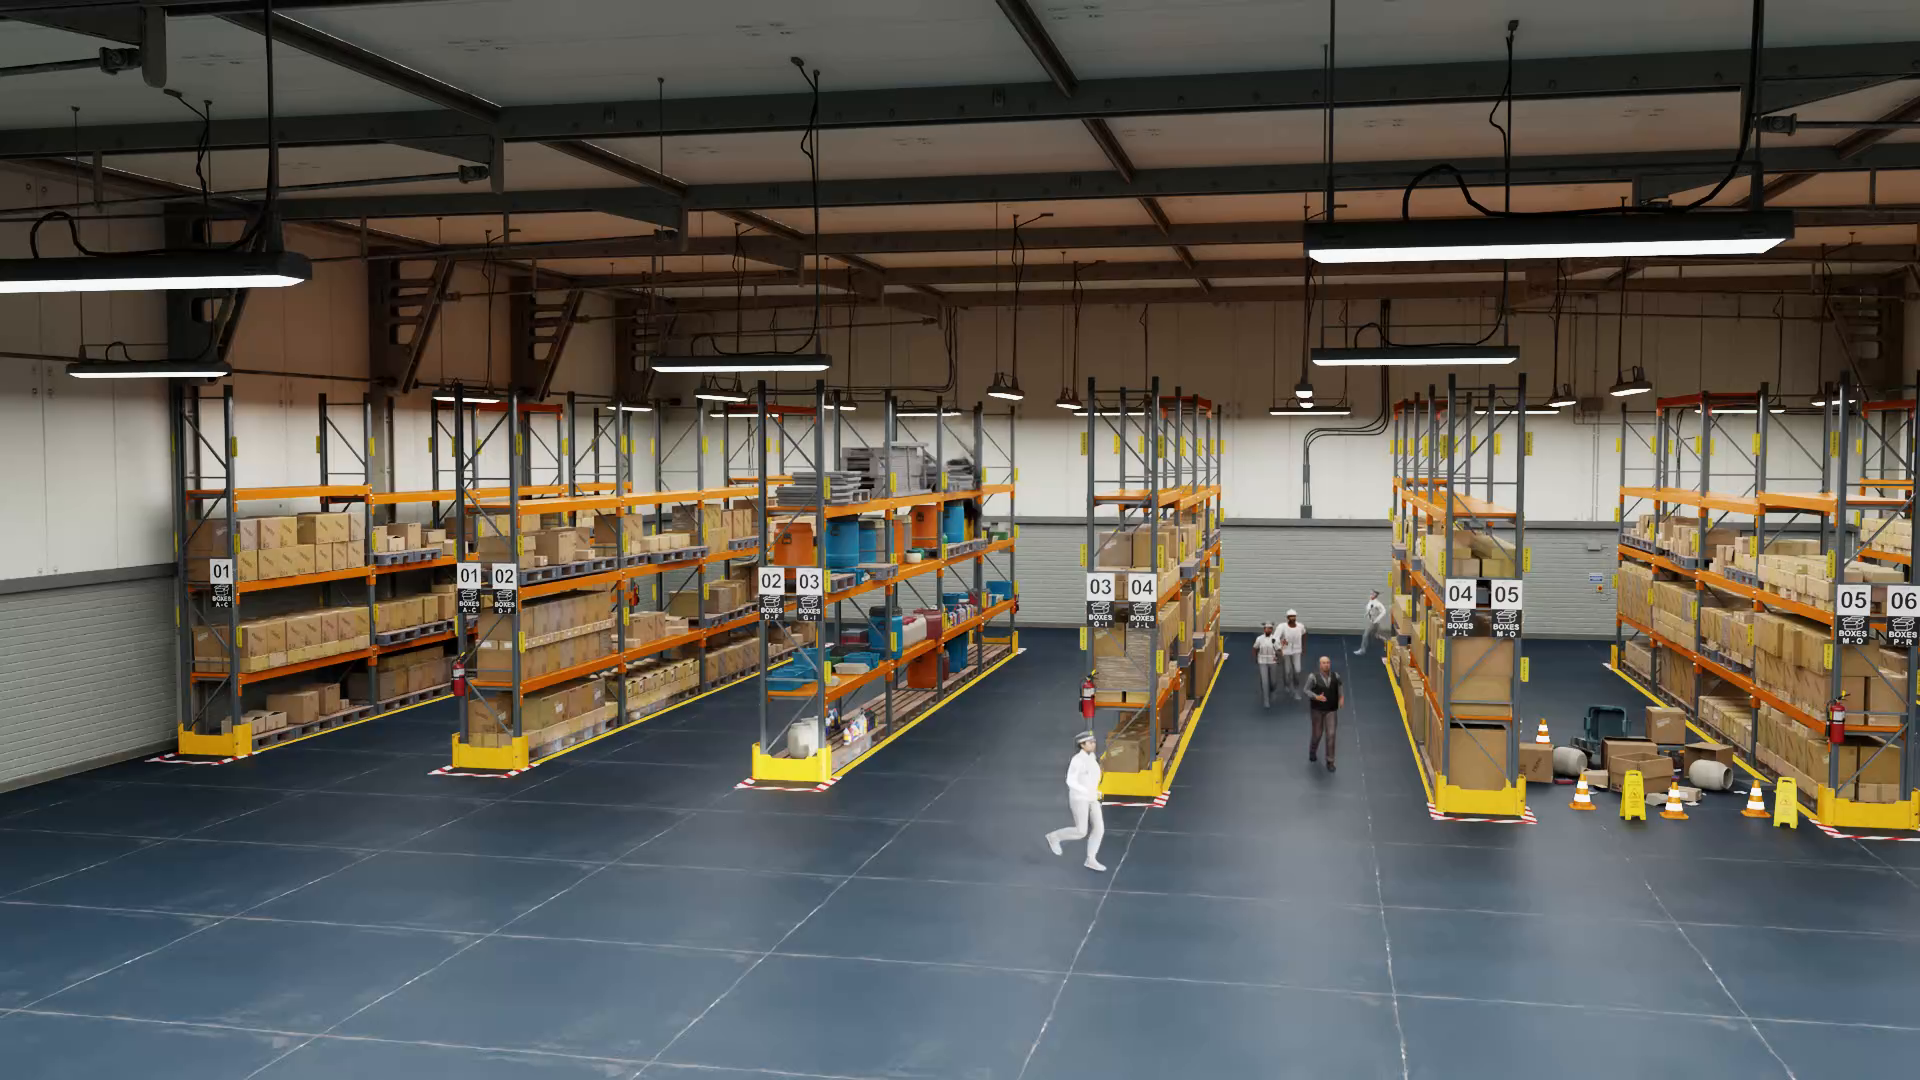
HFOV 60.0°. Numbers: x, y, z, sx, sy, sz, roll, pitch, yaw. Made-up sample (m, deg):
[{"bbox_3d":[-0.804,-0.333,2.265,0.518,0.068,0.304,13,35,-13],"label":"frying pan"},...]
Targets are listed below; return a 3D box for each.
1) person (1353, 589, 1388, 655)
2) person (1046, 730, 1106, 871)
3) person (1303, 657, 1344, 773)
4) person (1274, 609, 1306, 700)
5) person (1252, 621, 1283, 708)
[{"bbox_3d":[9.955,1.966,39.800,0.918,1.614,0.671,0,3,-2],"label":"person"},{"bbox_3d":[1.421,3.069,19.790,0.758,1.663,0.607,2,4,36],"label":"person"},{"bbox_3d":[5.679,2.684,25.947,0.675,1.750,0.854,0,3,-2],"label":"person"},{"bbox_3d":[6.574,2.285,33.083,0.680,1.824,0.759,0,3,3],"label":"person"},{"bbox_3d":[5.928,2.376,32.095,0.581,1.655,0.681,1,3,10],"label":"person"}]
